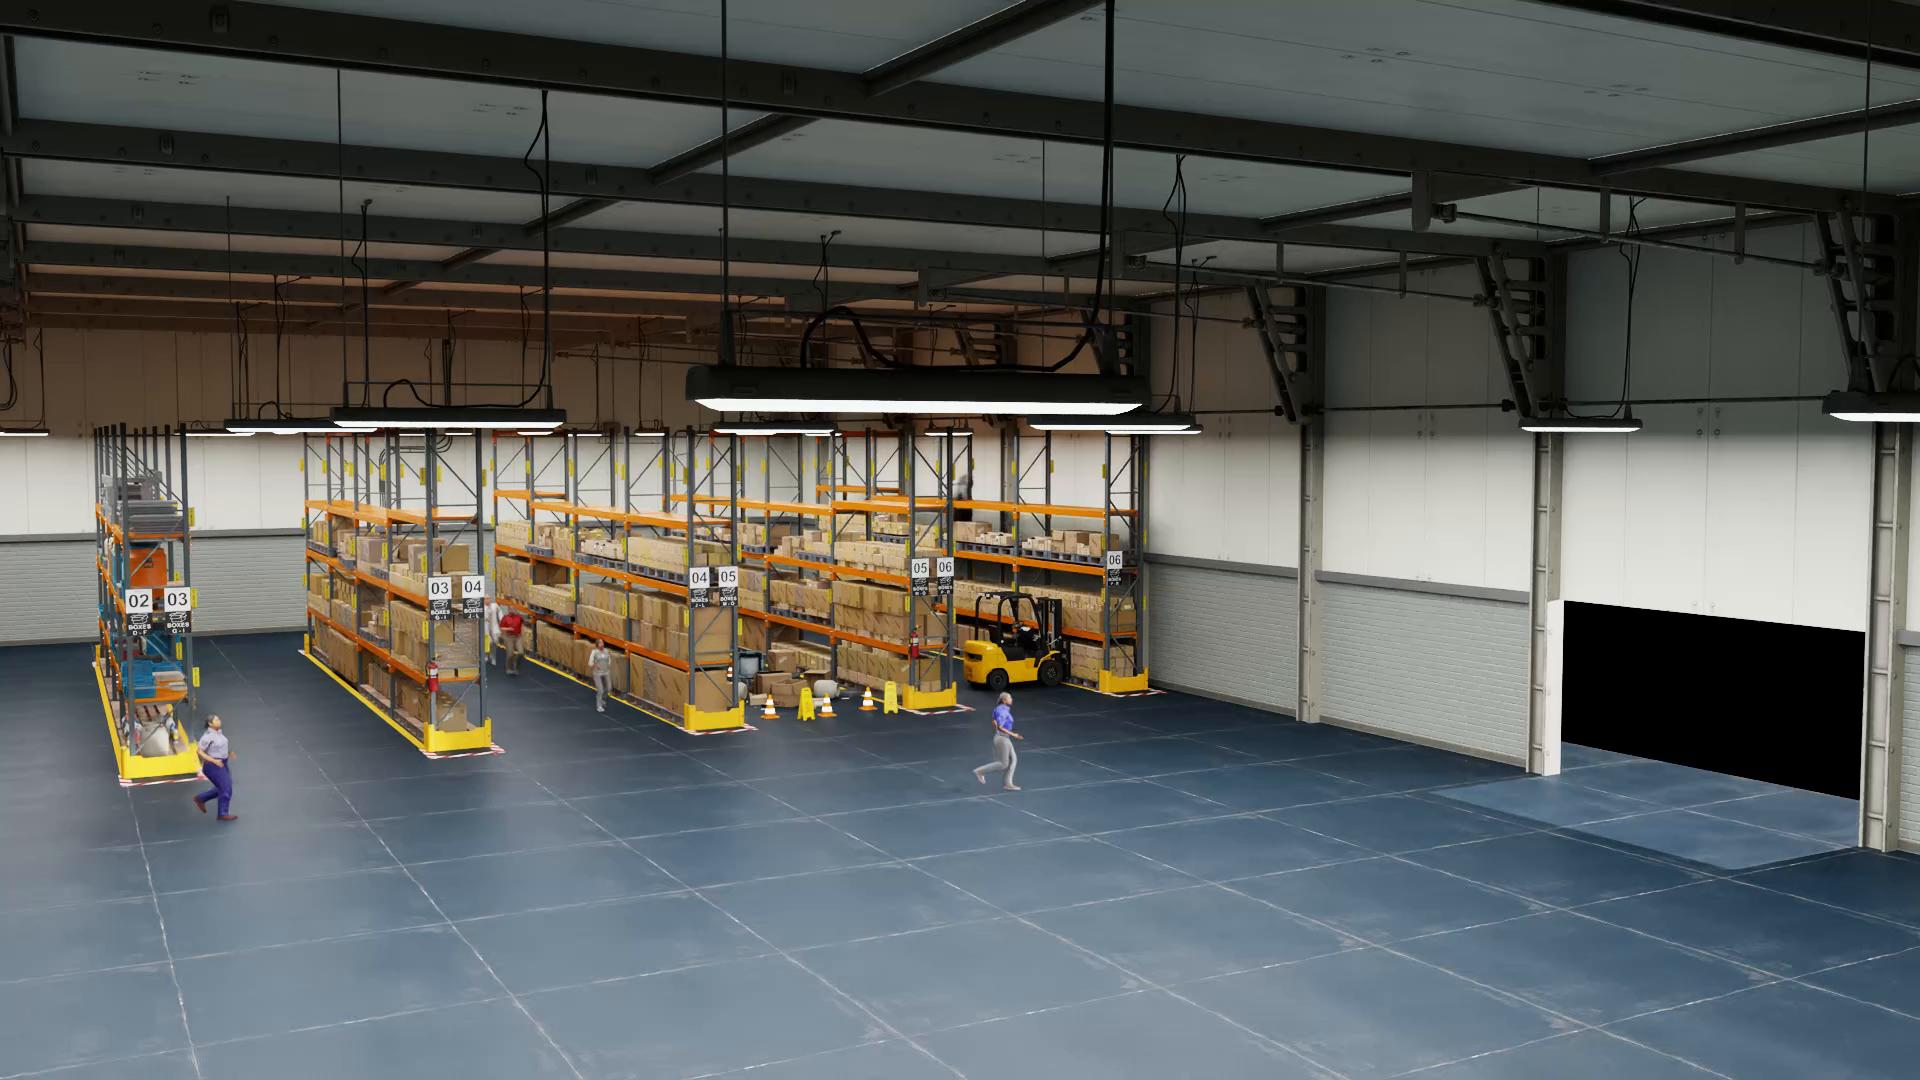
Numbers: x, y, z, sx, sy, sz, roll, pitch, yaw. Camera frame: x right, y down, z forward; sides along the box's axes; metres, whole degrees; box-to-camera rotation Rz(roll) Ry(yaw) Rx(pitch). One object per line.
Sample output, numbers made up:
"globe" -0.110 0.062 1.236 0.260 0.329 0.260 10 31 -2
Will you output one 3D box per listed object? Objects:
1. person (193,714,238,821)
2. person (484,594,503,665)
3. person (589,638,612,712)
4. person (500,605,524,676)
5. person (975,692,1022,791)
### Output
"person" -11.209 3.409 24.956 0.688 1.598 0.613 0 3 -3
"person" -12.001 2.299 42.427 0.723 1.810 0.827 -1 4 -23
"person" -7.498 2.827 34.855 0.526 1.556 0.536 -2 4 -34
"person" -10.791 2.445 40.220 0.643 1.754 0.676 -2 4 -33
"person" 0.617 3.278 27.084 0.768 1.624 0.565 0 3 -1
